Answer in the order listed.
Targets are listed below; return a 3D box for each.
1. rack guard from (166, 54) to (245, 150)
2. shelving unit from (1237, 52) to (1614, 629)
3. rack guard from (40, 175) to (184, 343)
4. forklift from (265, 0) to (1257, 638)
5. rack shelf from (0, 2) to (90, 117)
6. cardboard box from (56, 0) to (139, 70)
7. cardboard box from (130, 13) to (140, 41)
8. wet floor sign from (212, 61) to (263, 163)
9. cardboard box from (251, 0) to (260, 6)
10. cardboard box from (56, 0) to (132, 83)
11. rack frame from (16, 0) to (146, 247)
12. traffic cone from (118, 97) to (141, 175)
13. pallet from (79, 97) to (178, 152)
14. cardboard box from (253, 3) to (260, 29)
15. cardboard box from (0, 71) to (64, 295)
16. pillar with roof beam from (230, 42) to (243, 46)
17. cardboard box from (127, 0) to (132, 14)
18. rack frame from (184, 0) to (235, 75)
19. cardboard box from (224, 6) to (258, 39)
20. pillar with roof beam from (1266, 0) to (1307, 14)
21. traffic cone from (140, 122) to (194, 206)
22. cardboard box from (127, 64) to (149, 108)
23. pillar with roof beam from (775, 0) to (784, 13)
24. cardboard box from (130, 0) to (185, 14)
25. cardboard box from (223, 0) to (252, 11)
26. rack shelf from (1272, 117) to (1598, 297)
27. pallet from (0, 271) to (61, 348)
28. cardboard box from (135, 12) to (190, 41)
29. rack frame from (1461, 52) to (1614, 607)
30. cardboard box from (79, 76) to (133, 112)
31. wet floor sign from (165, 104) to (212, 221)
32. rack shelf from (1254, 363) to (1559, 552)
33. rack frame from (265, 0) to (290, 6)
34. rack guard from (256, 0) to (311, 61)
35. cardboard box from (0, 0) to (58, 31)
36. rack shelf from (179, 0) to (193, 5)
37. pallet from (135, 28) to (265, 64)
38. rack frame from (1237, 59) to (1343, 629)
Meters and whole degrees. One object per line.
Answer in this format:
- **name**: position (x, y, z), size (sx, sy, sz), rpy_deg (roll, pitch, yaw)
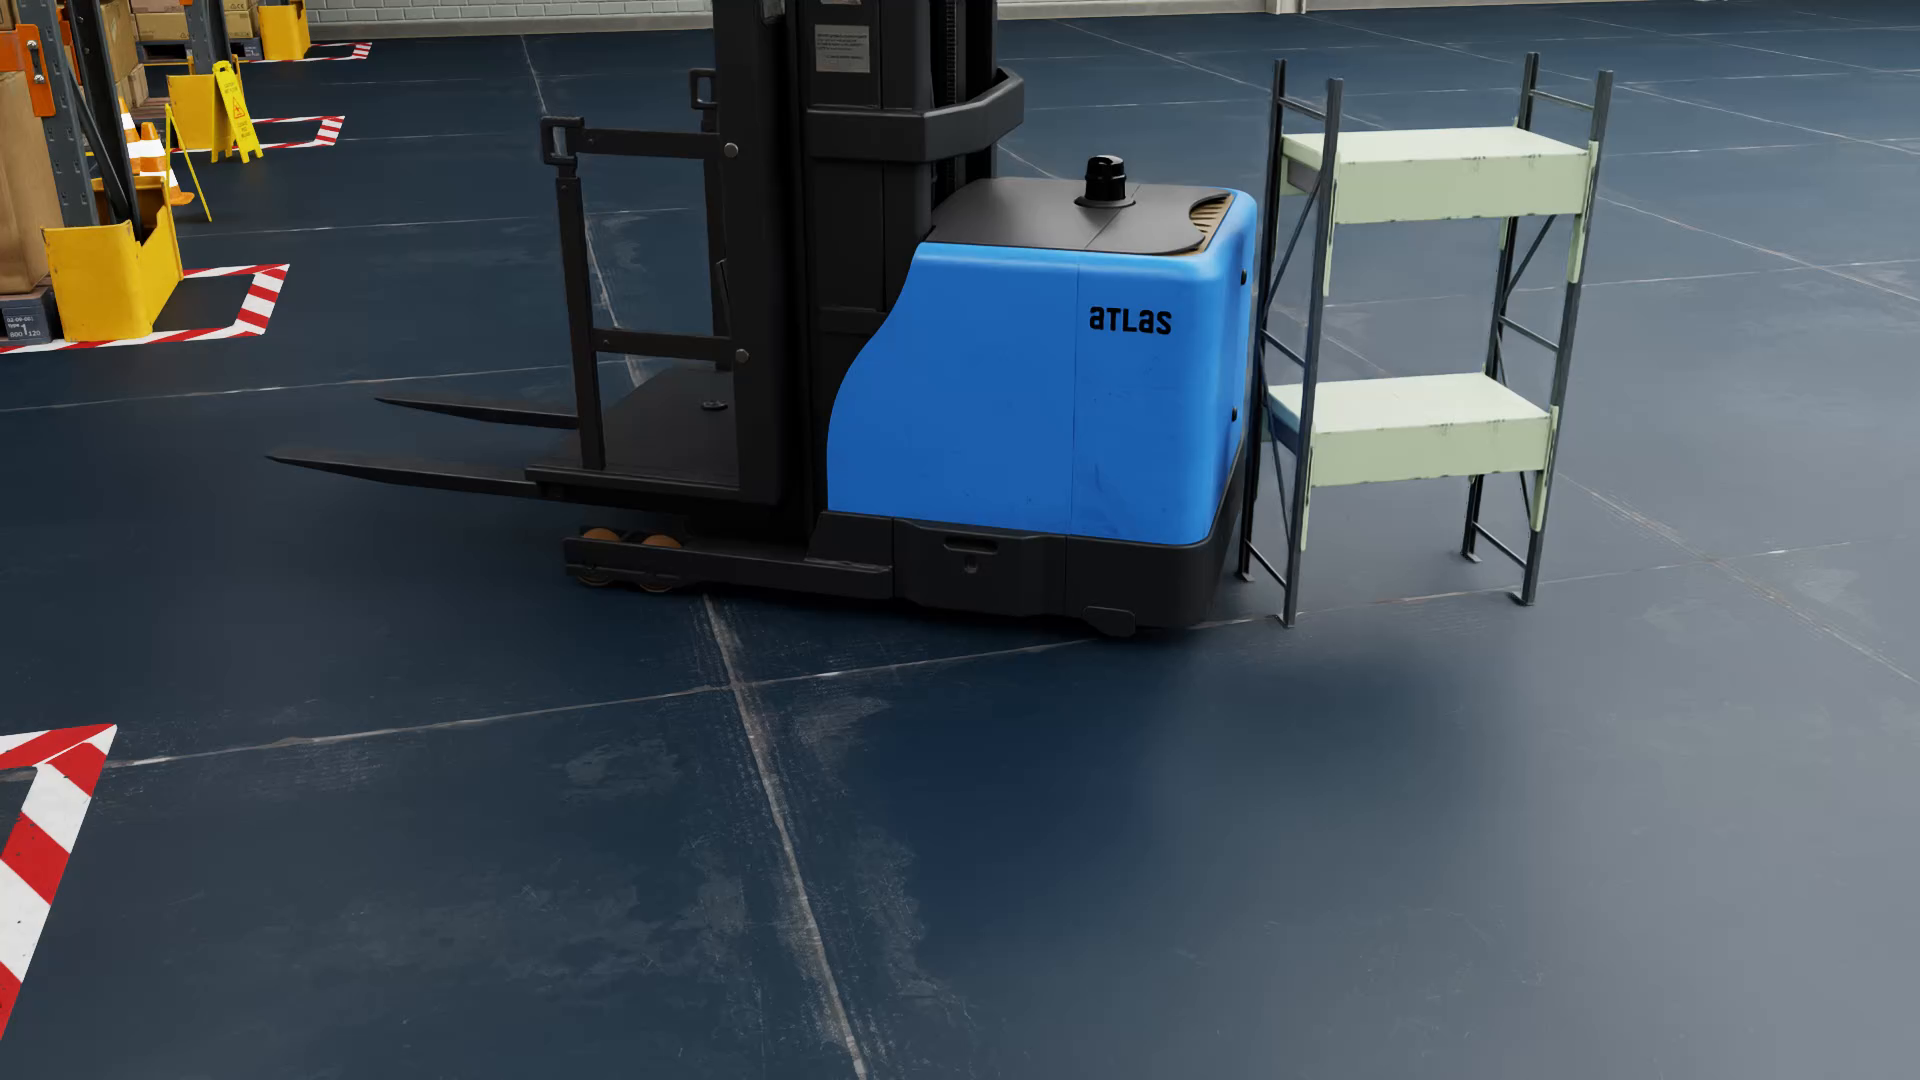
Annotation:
- **rack guard**: position (-5.431, -3.181, 12.030), size (0.348, 0.500, 1.175), rpy_deg (-6, 24, -14)
- **shelving unit**: position (1.248, -0.545, 4.619), size (0.755, 1.500, 0.431), rpy_deg (-5, 24, -11)
- **rack guard**: position (-3.901, -1.323, 7.700), size (0.348, 0.500, 1.175), rpy_deg (-6, 24, -14)
- **forklift**: position (-0.675, -1.385, 4.760), size (3.031, 2.935, 1.130), rpy_deg (6, 24, 14)
- **rack shelf**: position (-5.849, -1.926, 6.846), size (4.000, 0.370, 1.077), rpy_deg (-6, 24, -14)
- **cardboard box**: position (-6.232, -3.628, 11.905), size (0.500, 0.500, 0.500), rpy_deg (-7, 24, -16)
- **cardboard box**: position (-8.035, -4.882, 15.779), size (0.500, 0.250, 0.500), rpy_deg (-6, 24, -14)
- **wet floor sign**: position (-4.886, -2.870, 11.120), size (0.232, 0.644, 0.267), rpy_deg (2, 23, 4)
- **cardboard box**: position (-7.211, -5.410, 16.374), size (0.500, 0.250, 0.500), rpy_deg (-6, 24, -13)
- **cardboard box**: position (-6.059, -3.428, 11.438), size (0.500, 0.500, 0.500), rpy_deg (-6, 24, -14)
- **rack frame**: position (-3.924, -2.469, 7.201), size (0.127, 3.000, 1.000), rpy_deg (-6, 24, -14)
- **traffic cone**: position (-5.424, -2.637, 10.808), size (0.334, 0.463, 0.336), rpy_deg (-6, 24, -14)
- **pallet**: position (-6.223, -2.975, 11.916), size (1.213, 0.211, 1.003), rpy_deg (-6, 24, -14)
- **cardboard box**: position (-7.228, -5.173, 16.457), size (0.500, 0.250, 0.500), rpy_deg (-6, 24, -14)
- **cardboard box**: position (-4.559, -1.589, 7.310), size (0.875, 0.875, 0.875), rpy_deg (-6, 24, -14)
- **pillar with roof beam**: position (-6.454, -7.613, 11.579), size (0.400, 9.000, 9.100), rpy_deg (-6, 24, -14)
- **cardboard box**: position (-8.064, -5.098, 15.648), size (0.500, 0.250, 0.500), rpy_deg (-7, 24, -16)
- **rack frame**: position (-5.358, -4.338, 11.556), size (0.127, 3.000, 1.000), rpy_deg (-6, 24, -14)
- **cardboard box**: position (-7.070, -4.981, 16.010), size (0.500, 0.250, 0.500), rpy_deg (-6, 24, -14)
- **pillar with roof beam**: position (5.100, -8.891, 14.558), size (0.400, 9.000, 9.100), rpy_deg (-6, 24, -14)
- **traffic cone**: position (-4.797, -2.251, 9.910), size (0.334, 0.463, 0.336), rpy_deg (-6, 24, -14)
- **cardboard box**: position (-6.210, -3.286, 12.059), size (0.500, 0.250, 0.500), rpy_deg (-7, 24, -15)
- **pillar with roof beam**: position (-0.677, -8.252, 13.069), size (0.400, 9.000, 9.100), rpy_deg (-6, 24, -14)
- **cardboard box**: position (-7.573, -5.161, 15.795), size (0.500, 0.250, 0.500), rpy_deg (-7, 24, -15)
- **cardboard box**: position (-7.087, -5.211, 15.910), size (0.500, 0.250, 0.500), rpy_deg (-7, 24, -15)
- **rack shelf**: position (1.248, -0.904, 4.465), size (0.720, 0.370, 0.431), rpy_deg (-5, 24, -11)
- **pallet**: position (-4.673, -1.073, 7.483), size (1.213, 0.211, 1.003), rpy_deg (-6, 24, -14)
- **cardboard box**: position (-7.551, -4.932, 15.895), size (0.500, 0.250, 0.500), rpy_deg (-6, 24, -14)
- **rack frame**: position (1.607, -0.574, 4.685), size (0.023, 1.500, 0.400), rpy_deg (-5, 24, -11)
- **cardboard box**: position (-6.087, -3.076, 11.570), size (0.500, 0.250, 0.500), rpy_deg (-6, 24, -15)
- **wet floor sign**: position (-4.431, -2.142, 9.424), size (0.232, 0.644, 0.267), rpy_deg (-11, 25, -23)
- **rack shelf**: position (1.248, -0.246, 4.747), size (0.720, 0.370, 0.431), rpy_deg (-5, 24, -11)
- **rack frame**: position (-6.703, -6.222, 15.947), size (0.127, 3.000, 1.000), rpy_deg (-6, 24, -14)
- **rack guard**: position (-6.679, -5.076, 16.445), size (0.348, 0.500, 1.175), rpy_deg (-6, 24, -14)
- **cardboard box**: position (-4.269, -2.482, 7.039), size (0.550, 0.550, 0.875), rpy_deg (-6, 24, -14)
- **rack shelf**: position (-7.284, -3.794, 11.201), size (4.000, 0.370, 1.077), rpy_deg (-6, 24, -14)
- **pallet**: position (-7.428, -4.843, 16.270), size (1.213, 0.211, 1.003), rpy_deg (-6, 24, -14)
- **rack frame**: position (0.889, -0.517, 4.552), size (0.023, 1.500, 0.400), rpy_deg (-5, 24, -11)
